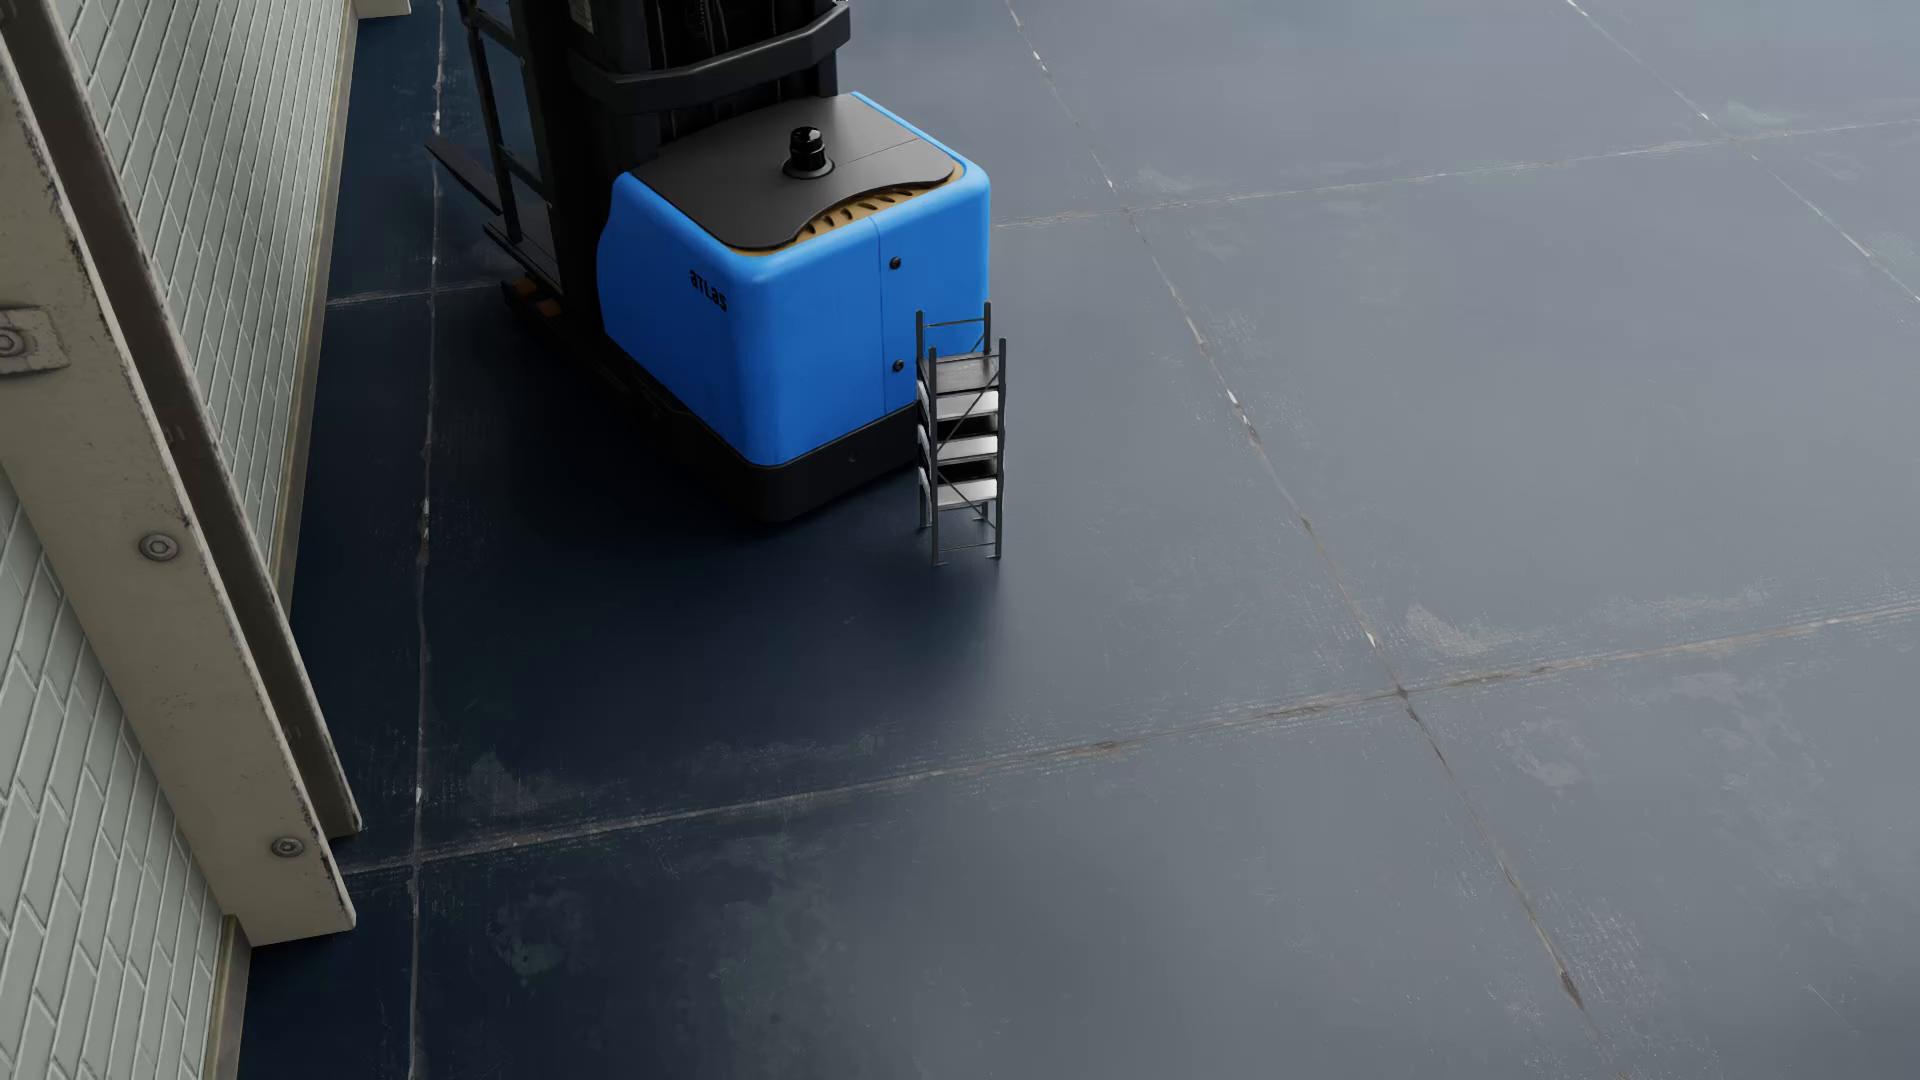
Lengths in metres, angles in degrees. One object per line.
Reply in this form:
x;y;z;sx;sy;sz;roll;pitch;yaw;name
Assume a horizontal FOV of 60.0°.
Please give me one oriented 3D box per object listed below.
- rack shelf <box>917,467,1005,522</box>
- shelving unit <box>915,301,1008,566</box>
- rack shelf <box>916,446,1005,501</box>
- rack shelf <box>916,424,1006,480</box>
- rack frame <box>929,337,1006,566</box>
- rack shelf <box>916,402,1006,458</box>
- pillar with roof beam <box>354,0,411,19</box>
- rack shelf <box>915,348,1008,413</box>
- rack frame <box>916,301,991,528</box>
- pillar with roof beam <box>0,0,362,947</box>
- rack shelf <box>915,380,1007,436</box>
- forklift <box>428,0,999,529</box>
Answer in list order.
0.002;-0.172;5.587;0.258;0.077;0.200;-8;42;-9;rack shelf
0.002;-0.331;5.445;0.258;0.900;0.210;-8;42;-9;shelving unit
0.002;-0.239;5.527;0.258;0.077;0.200;-8;42;-9;rack shelf
0.002;-0.306;5.467;0.258;0.077;0.200;-8;42;-9;rack shelf
0.024;-0.265;5.371;0.240;0.900;0.006;-8;42;-9;rack frame
0.002;-0.374;5.408;0.258;0.077;0.200;-8;42;-9;rack shelf
1.059;-6.914;6.760;9.100;9.000;0.400;-8;42;-9;pillar with roof beam
0.002;-0.508;5.288;0.258;0.077;0.200;-8;42;-9;rack shelf
-0.020;-0.397;5.520;0.240;0.900;0.006;-8;42;-9;rack frame
2.354;-3.025;2.379;9.100;9.000;0.400;-8;42;-9;pillar with roof beam
0.002;-0.441;5.348;0.258;0.077;0.200;-8;42;-9;rack shelf
-1.168;-2.053;5.855;1.130;2.935;3.031;-28;49;-28;forklift
